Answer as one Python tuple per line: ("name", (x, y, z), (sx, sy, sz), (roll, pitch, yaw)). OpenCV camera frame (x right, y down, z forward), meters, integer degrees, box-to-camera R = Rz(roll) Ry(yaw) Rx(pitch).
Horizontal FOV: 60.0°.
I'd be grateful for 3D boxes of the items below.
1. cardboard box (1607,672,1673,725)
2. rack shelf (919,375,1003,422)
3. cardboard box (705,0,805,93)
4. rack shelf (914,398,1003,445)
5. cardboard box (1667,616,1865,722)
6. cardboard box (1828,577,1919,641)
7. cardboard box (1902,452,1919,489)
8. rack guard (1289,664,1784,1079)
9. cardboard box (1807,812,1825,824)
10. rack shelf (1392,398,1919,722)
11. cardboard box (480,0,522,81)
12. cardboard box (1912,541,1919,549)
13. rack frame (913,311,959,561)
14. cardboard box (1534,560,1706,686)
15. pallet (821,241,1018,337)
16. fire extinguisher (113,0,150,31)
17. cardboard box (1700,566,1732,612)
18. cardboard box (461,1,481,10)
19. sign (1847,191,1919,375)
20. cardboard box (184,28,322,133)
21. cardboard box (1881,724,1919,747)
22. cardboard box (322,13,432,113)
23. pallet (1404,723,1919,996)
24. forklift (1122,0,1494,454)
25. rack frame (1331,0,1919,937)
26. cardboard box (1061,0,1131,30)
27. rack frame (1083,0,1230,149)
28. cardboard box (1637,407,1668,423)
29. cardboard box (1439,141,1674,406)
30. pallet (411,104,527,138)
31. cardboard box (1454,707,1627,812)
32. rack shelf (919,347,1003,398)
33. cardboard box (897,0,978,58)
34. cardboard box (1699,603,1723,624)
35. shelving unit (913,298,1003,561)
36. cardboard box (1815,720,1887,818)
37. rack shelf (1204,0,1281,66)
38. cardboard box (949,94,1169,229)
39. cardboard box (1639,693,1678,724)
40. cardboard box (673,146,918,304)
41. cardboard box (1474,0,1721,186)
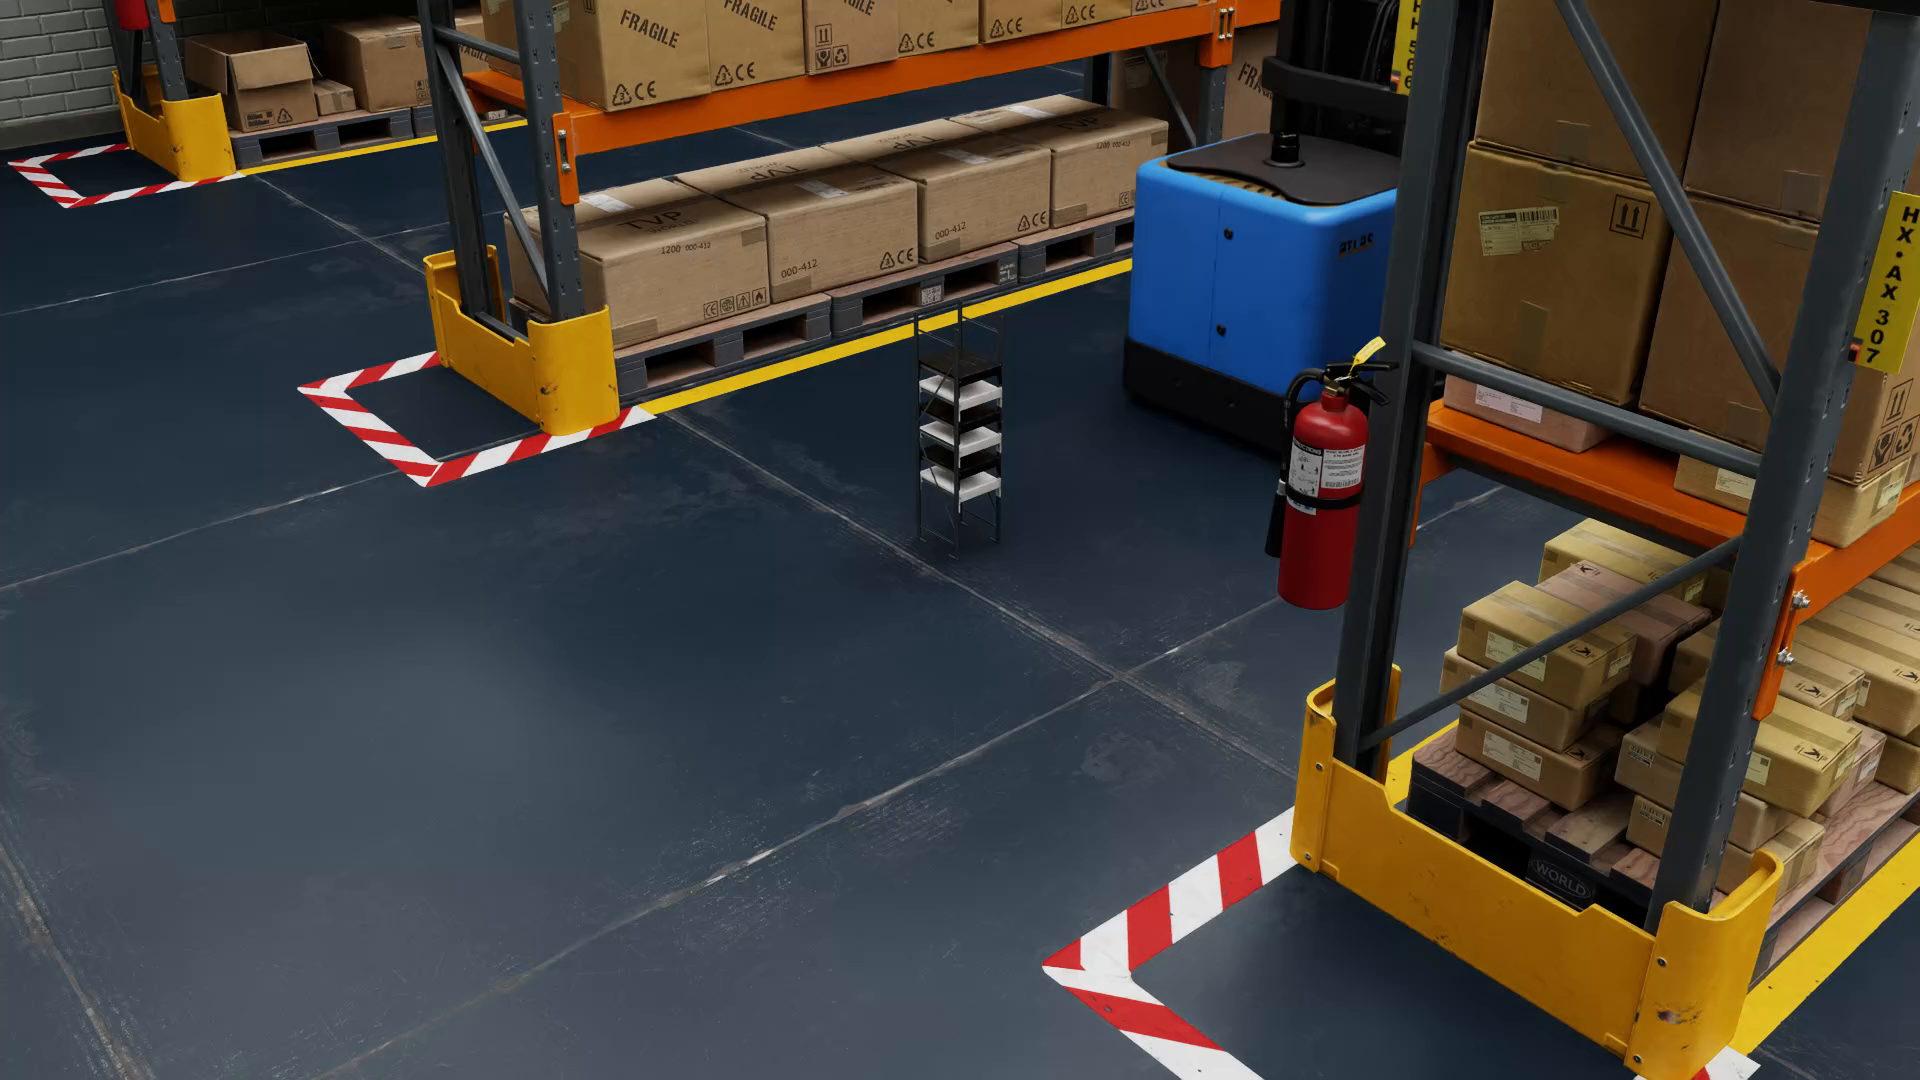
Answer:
("cardboard box", (1.792, 0.339, 4.696), (0.250, 0.149, 0.380), (-23, 36, -36))
("rack shelf", (-0.006, -0.524, 5.964), (0.200, 0.077, 0.258), (-22, 35, -35))
("cardboard box", (-1.029, -2.274, 7.216), (0.500, 0.500, 0.500), (-22, 35, -36))
("rack shelf", (-0.006, -0.444, 6.007), (0.200, 0.077, 0.258), (-22, 35, -35))
("cardboard box", (2.093, 0.367, 4.329), (0.250, 0.149, 0.380), (-21, 35, -34))
("cardboard box", (2.503, 0.230, 4.585), (0.250, 0.149, 0.380), (-24, 36, -37))
("cardboard box", (1.968, -0.241, 3.784), (0.250, 0.149, 0.380), (-20, 34, -33))
("rack guard", (1.400, 0.802, 4.219), (0.348, 0.500, 1.175), (-22, 35, -35))
("cardboard box", (2.094, 0.640, 4.449), (0.250, 0.149, 0.380), (-22, 35, -35))
("rack shelf", (2.864, -0.572, 4.900), (4.000, 0.370, 1.077), (-22, 35, -35))
("cardboard box", (-1.752, -2.308, 7.279), (0.500, 0.500, 0.500), (-22, 35, -35))
("cardboard box", (2.950, 0.085, 4.857), (0.250, 0.149, 0.380), (-21, 35, -34))
("rack frame", (-0.084, -0.363, 5.975), (0.006, 0.900, 0.240), (-22, 35, -35))
("cardboard box", (1.809, 0.224, 4.597), (0.250, 0.149, 0.380), (-21, 35, -34))
("pallet", (-0.462, -1.435, 8.711), (1.213, 0.211, 1.003), (-22, 35, -35))
("fire extinguisher", (-4.984, -3.390, 9.889), (0.183, 0.674, 0.296), (-22, 35, -35))
("cardboard box", (2.161, 0.042, 4.936), (0.250, 0.149, 0.380), (-24, 36, -37))
("cardboard box", (-3.180, -3.601, 12.012), (0.500, 0.500, 0.700), (-23, 36, -37))
("sign", (1.694, -0.464, 3.018), (0.005, 0.325, 0.100), (-22, 35, -35))
("cardboard box", (-4.645, -3.037, 10.954), (0.637, 0.503, 0.797), (-24, 36, -37))
("cardboard box", (2.547, 0.386, 4.609), (0.250, 0.149, 0.380), (-21, 34, -33))
("cardboard box", (-3.970, -3.283, 11.418), (0.500, 0.500, 0.700), (-20, 34, -33))
("pallet", (2.041, 0.694, 4.728), (1.213, 0.211, 1.003), (-22, 35, -35))
("forklift", (2.158, -2.204, 7.264), (3.031, 2.935, 1.130), (-23, 35, -36))
("rack frame", (1.342, -0.277, 3.586), (0.127, 3.000, 1.000), (-22, 35, -35))
("cardboard box", (0.521, -2.896, 8.380), (0.500, 0.500, 0.500), (-23, 36, -36))
("rack frame", (1.095, -3.245, 9.139), (0.127, 3.000, 1.000), (-22, 35, -35))
("cardboard box", (1.620, -0.430, 4.139), (0.250, 0.149, 0.380), (-22, 35, -35))
("cardboard box", (1.517, -0.682, 3.922), (0.500, 0.500, 0.500), (-21, 35, -34))
("pallet", (-3.581, -3.208, 12.030), (1.213, 0.211, 1.003), (-22, 35, -35))
("cardboard box", (1.607, 0.559, 4.600), (0.250, 0.149, 0.380), (-21, 35, -34))
("rack shelf", (-0.006, -0.603, 5.922), (0.200, 0.077, 0.258), (-22, 35, -35))
("cardboard box", (-0.261, -2.582, 7.793), (0.500, 0.500, 0.500), (-21, 34, -33))
("cardboard box", (2.224, 0.195, 4.966), (0.250, 0.149, 0.380), (-22, 35, -35))
("shelving unit", (-0.006, -0.394, 6.033), (0.210, 0.900, 0.258), (-22, 35, -35))
("cardboard box", (2.152, 0.532, 4.335), (0.250, 0.149, 0.380), (-22, 35, -35))
("rack shelf", (2.617, -3.539, 10.454), (4.000, 0.370, 1.077), (-22, 35, -35))
("cardboard box", (0.548, -2.146, 9.357), (0.875, 0.438, 0.875), (-22, 35, -36))
("cardboard box", (1.994, 0.394, 4.909), (0.250, 0.149, 0.380), (-22, 35, -35))
("cardboard box", (-0.820, -1.597, 8.329), (0.875, 0.438, 0.875), (-21, 34, -34))
("cardboard box", (1.529, -1.123, 3.685), (0.500, 0.500, 0.500), (-23, 36, -36))
